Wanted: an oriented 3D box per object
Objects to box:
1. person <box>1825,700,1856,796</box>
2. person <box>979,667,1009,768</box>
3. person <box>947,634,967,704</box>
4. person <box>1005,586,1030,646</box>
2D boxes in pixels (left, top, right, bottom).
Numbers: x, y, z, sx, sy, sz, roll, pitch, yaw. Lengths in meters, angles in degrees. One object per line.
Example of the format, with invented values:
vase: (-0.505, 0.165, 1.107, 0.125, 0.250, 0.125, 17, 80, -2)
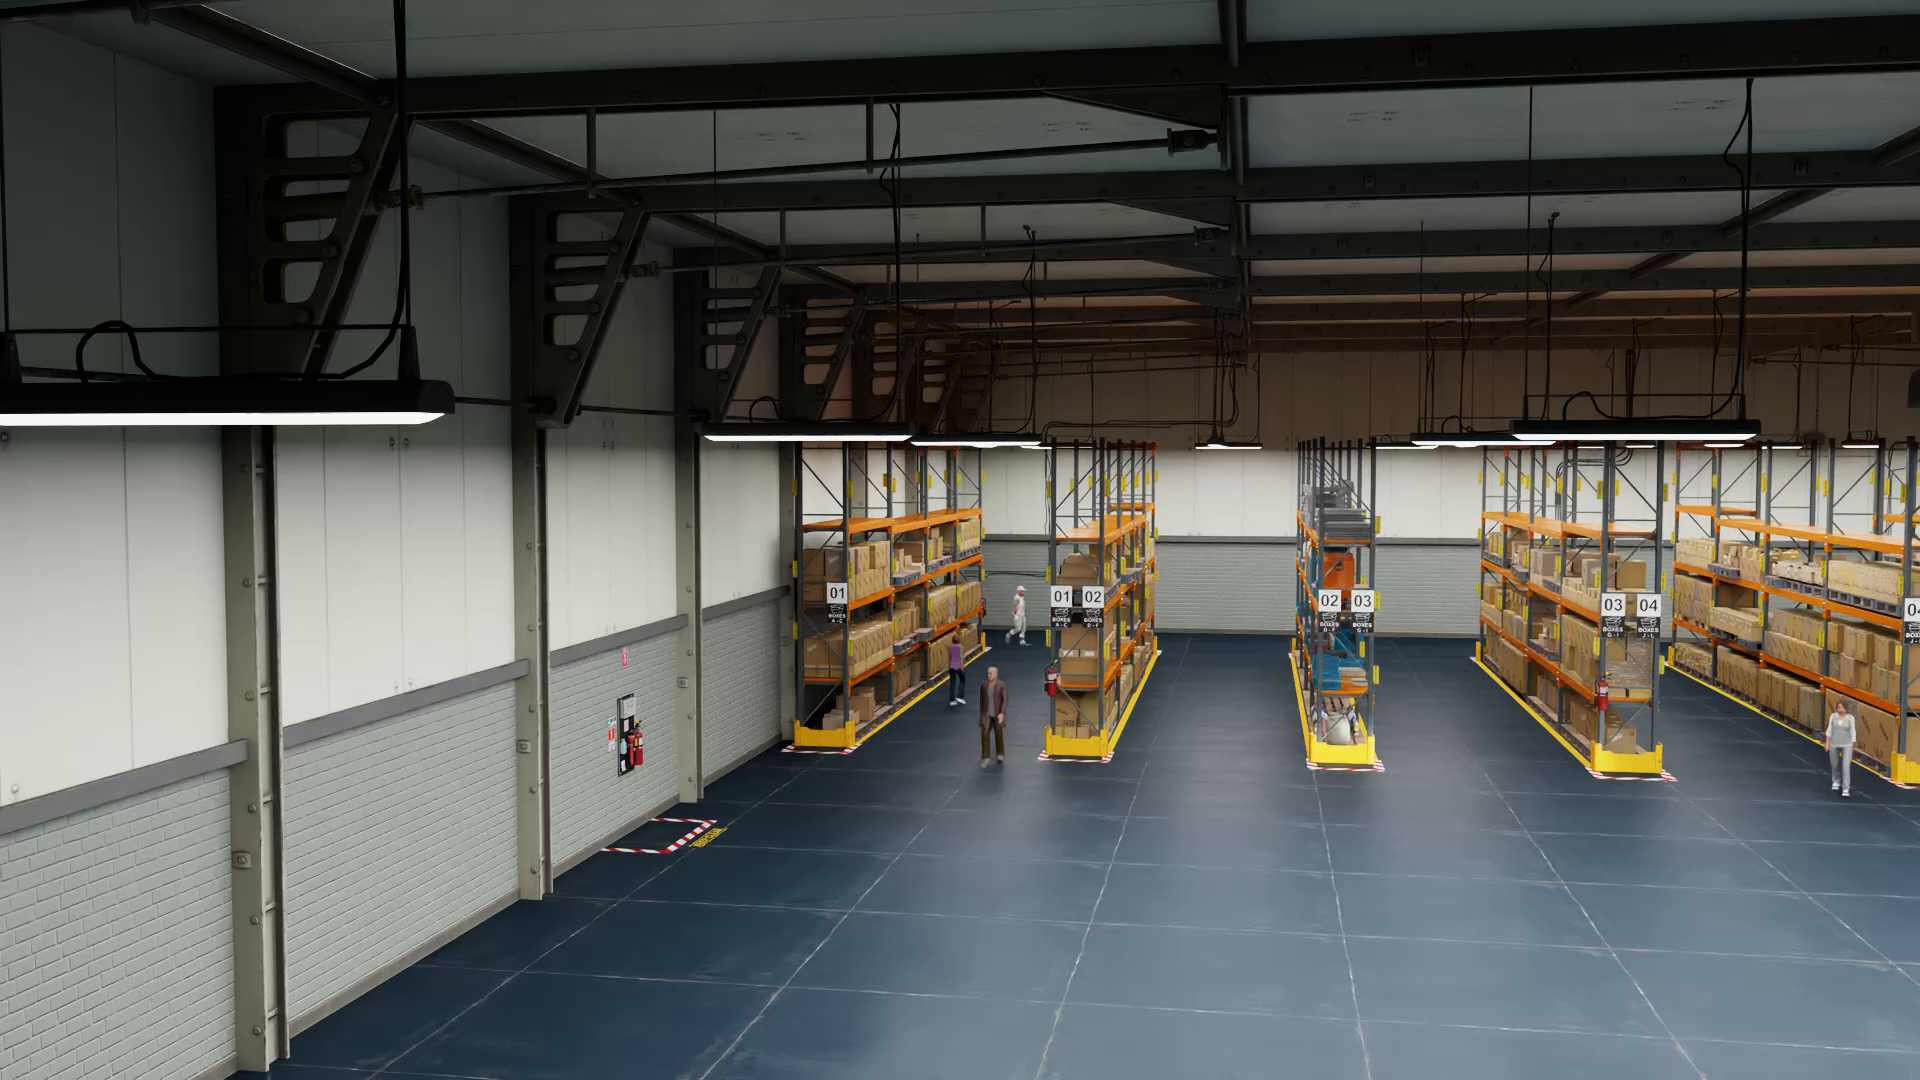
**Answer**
person: (14.748, 3.455, 27.832, 0.426, 1.572, 0.761, 3, 4, 41)
person: (0.593, 3.237, 30.484, 0.602, 1.807, 0.864, 1, 3, 17)
person: (-0.107, 2.940, 37.638, 0.444, 1.607, 0.514, 1, 3, 23)
person: (1.690, 2.240, 48.935, 0.703, 1.782, 0.612, 2, 3, 27)
